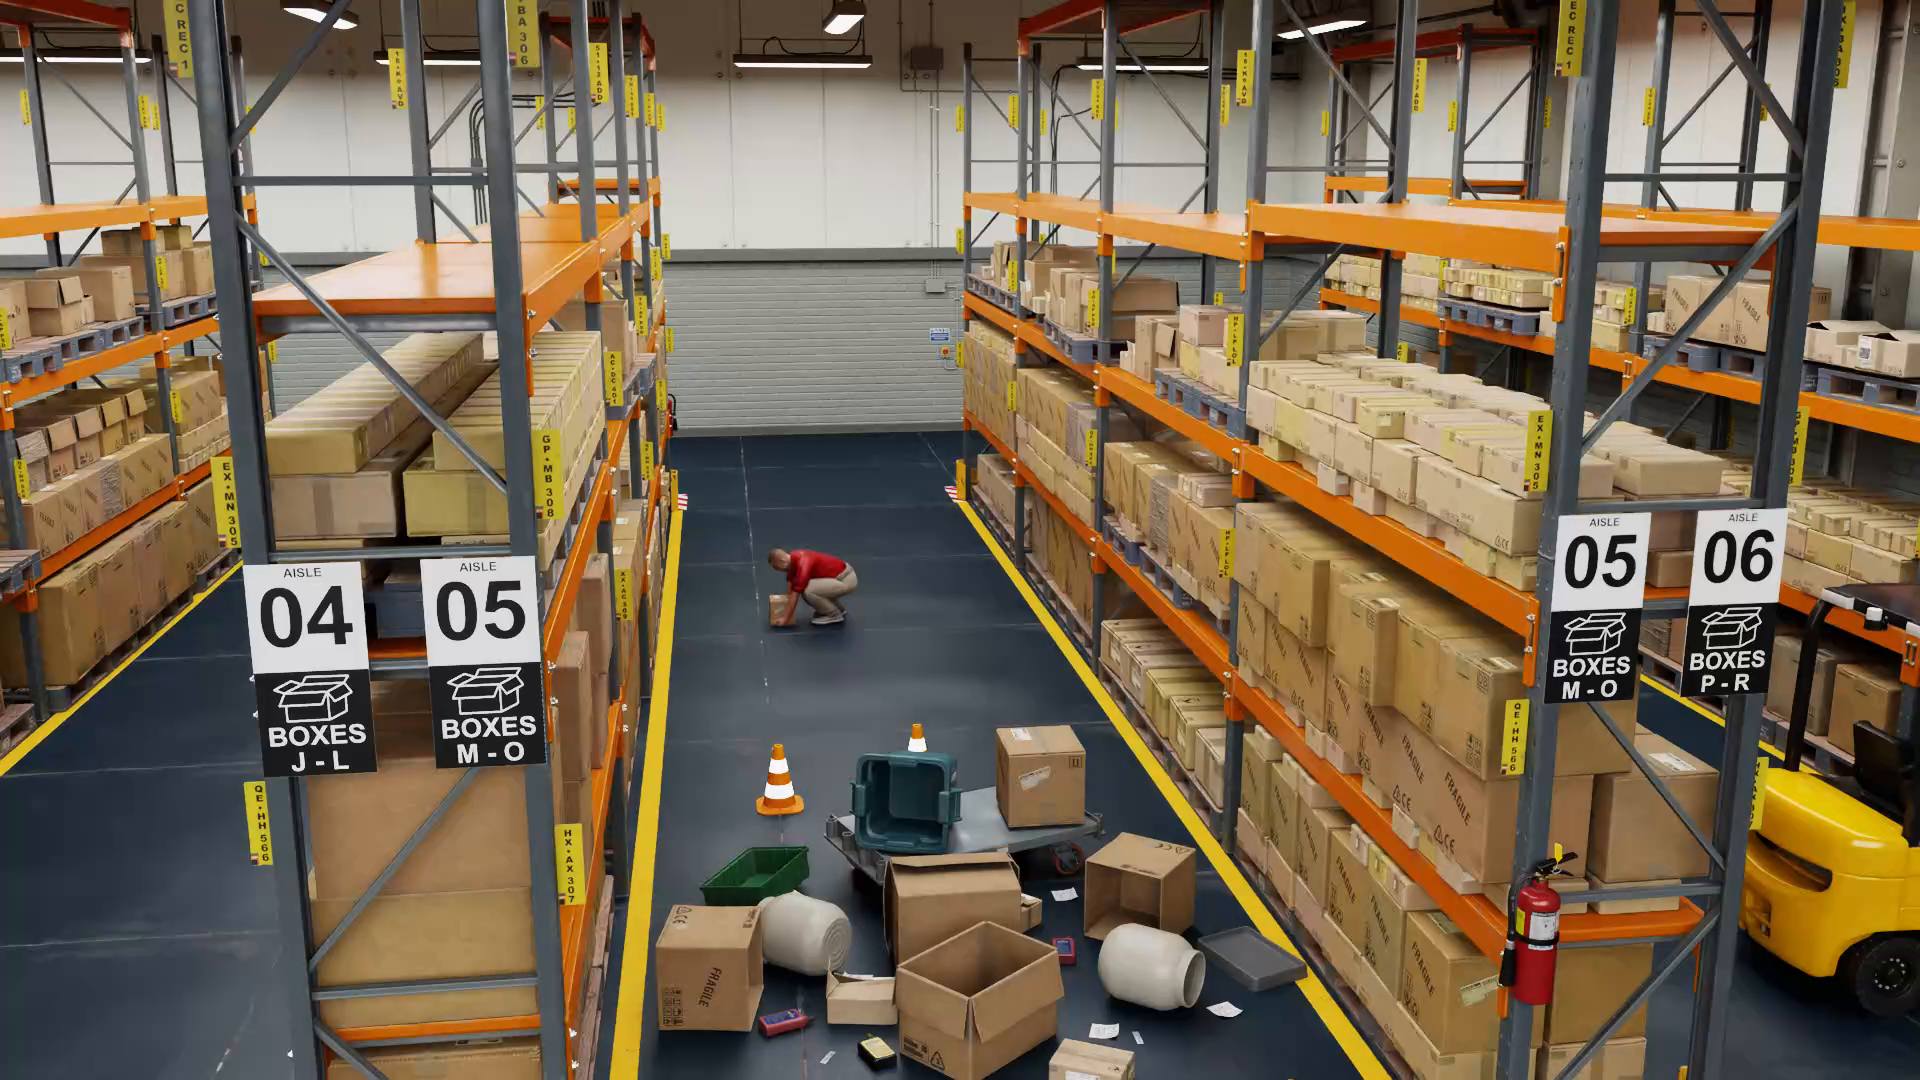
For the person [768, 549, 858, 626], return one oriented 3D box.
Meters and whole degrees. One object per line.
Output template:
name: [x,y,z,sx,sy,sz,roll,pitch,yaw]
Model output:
person: [-1.476,0.479,16.747,0.896,0.858,0.535,-2,13,-9]
